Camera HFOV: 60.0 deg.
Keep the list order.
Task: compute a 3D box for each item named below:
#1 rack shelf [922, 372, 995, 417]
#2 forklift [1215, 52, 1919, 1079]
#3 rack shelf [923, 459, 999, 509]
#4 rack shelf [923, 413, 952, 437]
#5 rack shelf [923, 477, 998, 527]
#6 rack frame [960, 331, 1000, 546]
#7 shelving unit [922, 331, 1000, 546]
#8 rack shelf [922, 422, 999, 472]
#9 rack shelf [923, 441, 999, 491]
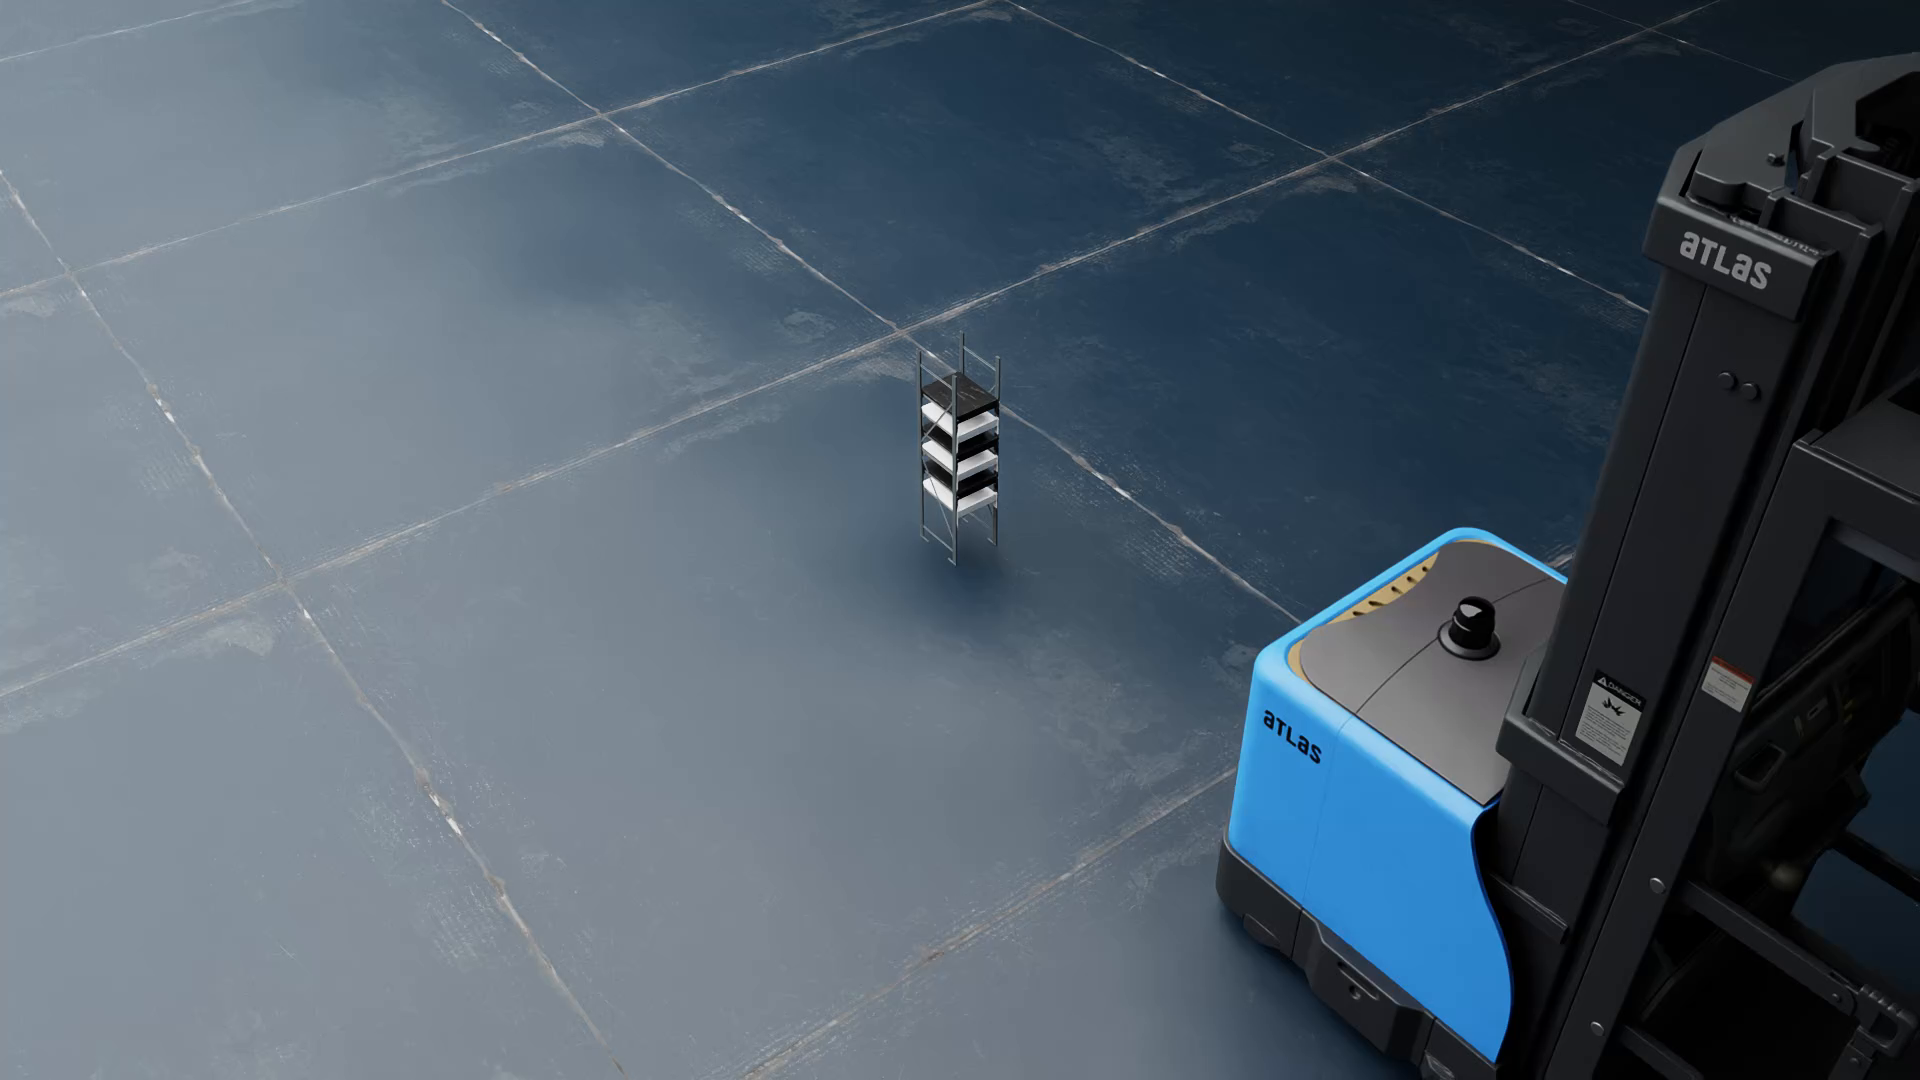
[{"bbox_3d":[-0.006,-0.544,6.298,0.190,0.026,0.221,-26,46,-28],"label":"rack shelf"},{"bbox_3d":[2.137,0.573,3.790,1.129,2.867,3.031,-28,47,-29],"label":"forklift"},{"bbox_3d":[-0.006,-0.249,6.539,0.200,0.077,0.258,-26,46,-28],"label":"rack shelf"},{"bbox_3d":[-0.006,-0.470,6.358,0.184,0.015,0.199,-26,46,-28],"label":"rack shelf"},{"bbox_3d":[-0.006,-0.180,6.596,0.200,0.077,0.258,-26,46,-28],"label":"rack shelf"},{"bbox_3d":[0.074,-0.384,6.509,0.006,0.900,0.240,-26,46,-28],"label":"rack frame"},{"bbox_3d":[-0.005,-0.346,6.462,0.205,0.900,0.258,-26,46,-28],"label":"shelving unit"},{"bbox_3d":[-0.006,-0.389,6.425,0.200,0.077,0.258,-26,46,-28],"label":"rack shelf"},{"bbox_3d":[-0.006,-0.319,6.482,0.200,0.077,0.258,-26,46,-28],"label":"rack shelf"}]
